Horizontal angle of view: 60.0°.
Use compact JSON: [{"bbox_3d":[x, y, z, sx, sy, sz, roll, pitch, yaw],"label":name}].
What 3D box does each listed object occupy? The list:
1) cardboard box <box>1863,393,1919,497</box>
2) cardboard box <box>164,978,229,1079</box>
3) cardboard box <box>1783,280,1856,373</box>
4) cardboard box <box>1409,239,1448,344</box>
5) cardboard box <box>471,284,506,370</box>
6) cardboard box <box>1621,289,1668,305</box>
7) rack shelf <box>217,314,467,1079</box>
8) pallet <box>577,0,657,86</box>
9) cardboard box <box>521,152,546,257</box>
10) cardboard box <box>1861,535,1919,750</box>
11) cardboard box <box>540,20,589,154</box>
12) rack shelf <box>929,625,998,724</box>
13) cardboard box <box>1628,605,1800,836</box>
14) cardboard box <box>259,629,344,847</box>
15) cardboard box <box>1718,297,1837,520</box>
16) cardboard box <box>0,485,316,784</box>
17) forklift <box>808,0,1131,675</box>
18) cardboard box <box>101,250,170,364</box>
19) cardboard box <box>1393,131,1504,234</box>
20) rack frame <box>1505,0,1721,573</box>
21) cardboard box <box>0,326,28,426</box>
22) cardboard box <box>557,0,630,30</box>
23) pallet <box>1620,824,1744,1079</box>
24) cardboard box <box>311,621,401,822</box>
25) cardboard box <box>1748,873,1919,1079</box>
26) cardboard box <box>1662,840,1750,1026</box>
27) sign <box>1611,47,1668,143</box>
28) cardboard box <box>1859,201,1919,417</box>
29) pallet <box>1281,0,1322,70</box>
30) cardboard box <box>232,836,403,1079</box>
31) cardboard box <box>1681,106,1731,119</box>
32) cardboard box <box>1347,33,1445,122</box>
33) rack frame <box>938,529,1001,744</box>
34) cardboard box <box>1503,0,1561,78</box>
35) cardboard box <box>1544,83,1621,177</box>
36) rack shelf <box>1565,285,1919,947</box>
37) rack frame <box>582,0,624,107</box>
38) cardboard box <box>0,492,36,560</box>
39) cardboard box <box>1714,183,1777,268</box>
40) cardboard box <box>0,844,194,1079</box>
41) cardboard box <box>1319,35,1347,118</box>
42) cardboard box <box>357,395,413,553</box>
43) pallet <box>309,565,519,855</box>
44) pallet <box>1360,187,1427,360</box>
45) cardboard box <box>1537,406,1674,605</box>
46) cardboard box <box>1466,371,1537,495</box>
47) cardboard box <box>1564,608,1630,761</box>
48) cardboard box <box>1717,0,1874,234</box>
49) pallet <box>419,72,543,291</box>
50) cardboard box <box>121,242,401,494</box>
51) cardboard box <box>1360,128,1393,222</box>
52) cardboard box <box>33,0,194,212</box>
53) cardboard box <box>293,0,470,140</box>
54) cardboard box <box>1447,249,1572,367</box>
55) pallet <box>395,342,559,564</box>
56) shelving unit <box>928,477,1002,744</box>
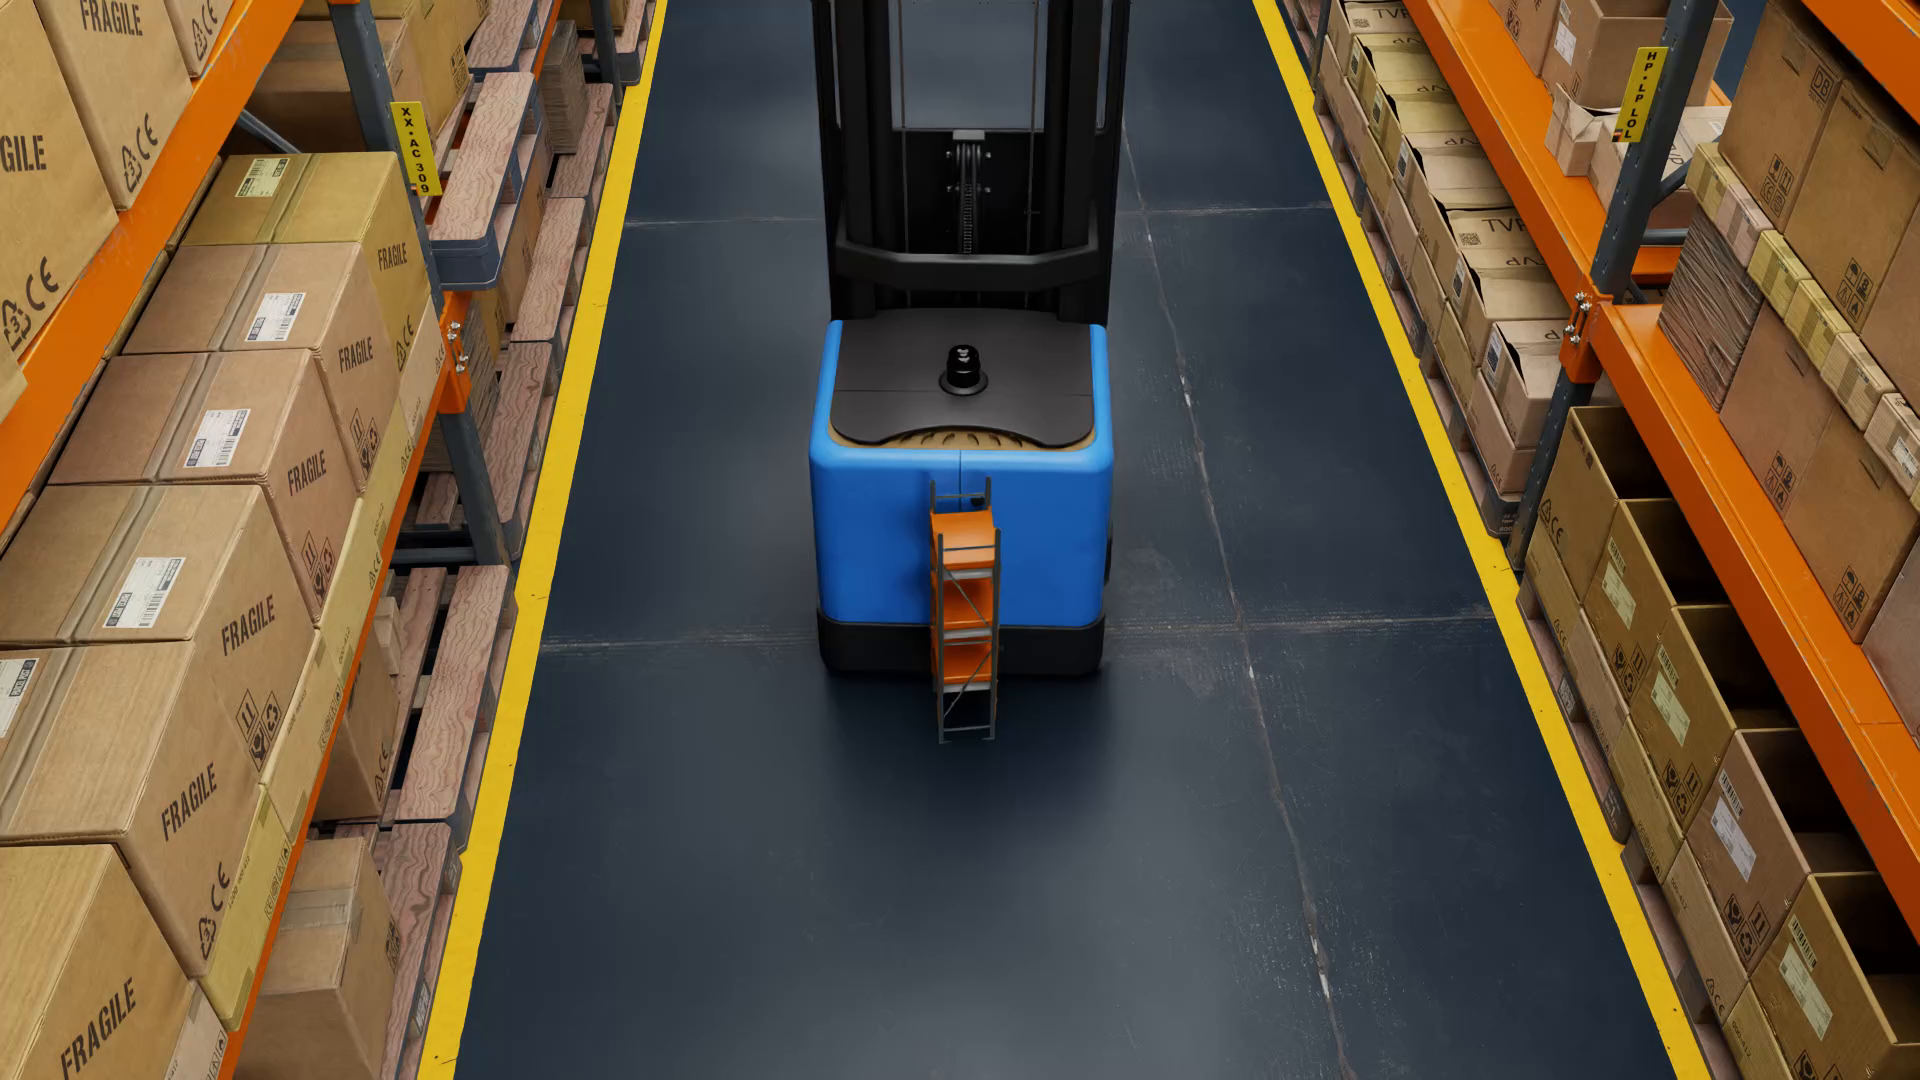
[{"bbox_3d":[2.573,-0.251,4.250,0.380,0.149,0.250,-3,43,-3],"label":"cardboard box"},{"bbox_3d":[-1.823,1.173,3.347,0.500,0.250,0.500,-3,43,-3],"label":"cardboard box"},{"bbox_3d":[2.550,-0.600,4.631,0.380,0.149,0.250,-2,43,-2],"label":"cardboard box"},{"bbox_3d":[2.347,-1.131,7.488,0.500,0.250,0.500,-1,43,-1],"label":"cardboard box"},{"bbox_3d":[-2.373,-0.971,7.114,0.700,0.500,0.500,-2,43,-3],"label":"cardboard box"},{"bbox_3d":[2.911,-1.004,6.934,0.500,0.311,0.500,-2,43,-2],"label":"cardboard box"},{"bbox_3d":[-2.168,0.729,4.268,1.077,0.370,4.000,-2,43,-2],"label":"rack shelf"},{"bbox_3d":[-2.381,-3.094,9.969,1.003,0.211,1.213,-2,43,-2],"label":"pallet"},{"bbox_3d":[-2.385,-1.658,7.863,0.700,0.500,0.500,-2,43,-2],"label":"cardboard box"},{"bbox_3d":[2.790,0.271,4.160,0.700,0.500,0.500,0,43,-1],"label":"cardboard box"},{"bbox_3d":[-2.340,-2.343,8.611,0.700,0.500,0.500,-1,43,-1],"label":"cardboard box"},{"bbox_3d":[0.011,0.467,5.883,0.215,0.259,0.240,-4,45,-5],"label":"rack shelf"},{"bbox_3d":[2.446,0.548,5.101,0.500,0.500,0.500,-2,43,-2],"label":"cardboard box"},{"bbox_3d":[-1.858,0.487,4.095,0.500,0.250,0.500,-1,43,-1],"label":"cardboard box"},{"bbox_3d":[2.750,-0.413,4.907,0.700,0.500,0.500,-2,43,-2],"label":"cardboard box"},{"bbox_3d":[-1.864,0.223,3.828,0.500,0.500,0.500,0,43,0],"label":"cardboard box"},{"bbox_3d":[0.045,-1.563,6.286,1.130,2.935,3.031,1,43,1],"label":"forklift"},{"bbox_3d":[-2.423,-0.443,4.554,0.500,0.500,0.500,-2,43,-2],"label":"cardboard box"},{"bbox_3d":[2.328,-1.672,7.663,0.500,0.311,0.500,-2,43,-2],"label":"cardboard box"},{"bbox_3d":[2.696,-1.032,5.655,1.000,3.000,0.127,-2,43,-2],"label":"rack frame"},{"bbox_3d":[-1.861,-0.283,2.531,0.500,0.500,0.500,0,43,0],"label":"cardboard box"},{"bbox_3d":[-2.323,-3.450,9.574,0.750,0.750,0.750,-2,43,-2],"label":"cardboard box"},{"bbox_3d":[2.743,1.360,5.110,1.003,0.211,1.213,-2,43,-2],"label":"pallet"},{"bbox_3d":[-2.169,0.572,5.430,0.500,0.500,0.500,-5,43,-5],"label":"cardboard box"},{"bbox_3d":[2.489,1.223,4.365,0.500,0.500,0.500,-2,43,-2],"label":"cardboard box"},{"bbox_3d":[2.472,1.162,4.987,0.500,0.250,0.500,-2,43,-2],"label":"cardboard box"},{"bbox_3d":[2.154,-1.407,5.267,0.100,0.325,0.005,-2,43,-2],"label":"sign"},{"bbox_3d":[2.765,-0.568,4.116,0.700,0.500,0.500,-2,43,-2],"label":"cardboard box"},{"bbox_3d":[2.532,-3.209,10.095,1.003,0.211,1.213,-2,43,-2],"label":"pallet"},{"bbox_3d":[-2.028,1.222,4.722,0.700,0.500,0.500,-4,43,-4],"label":"cardboard box"},{"bbox_3d":[2.863,-1.543,6.399,0.380,0.149,0.250,-2,43,-2],"label":"cardboard box"},{"bbox_3d":[2.286,-2.363,8.418,0.500,0.311,0.500,-3,43,-3],"label":"cardboard box"},{"bbox_3d":[0.027,0.347,5.594,0.200,1.050,0.008,-4,45,-5],"label":"rack frame"},{"bbox_3d":[2.636,-2.281,6.945,0.500,0.500,0.500,-2,43,-2],"label":"cardboard box"},{"bbox_3d":[2.475,-1.570,6.343,0.396,0.266,0.258,-3,43,-3],"label":"cardboard box"},{"bbox_3d":[2.781,0.584,4.426,1.077,0.370,4.000,-2,43,-2],"label":"rack shelf"},{"bbox_3d":[-2.423,-3.587,8.444,1.000,3.000,0.127,-2,43,-2],"label":"rack frame"},{"bbox_3d":[-2.375,0.244,3.805,0.500,0.500,0.500,-1,43,-1],"label":"cardboard box"},{"bbox_3d":[2.525,-0.951,5.014,0.380,0.149,0.250,-1,43,-1],"label":"cardboard box"},{"bbox_3d":[-1.814,0.920,3.067,0.500,0.500,0.500,-2,43,-2],"label":"cardboard box"},{"bbox_3d":[2.255,-2.511,8.994,0.500,0.250,0.500,-2,43,-2],"label":"cardboard box"},{"bbox_3d":[-1.917,-0.191,4.835,0.500,0.250,0.500,-1,43,-2],"label":"cardboard box"},{"bbox_3d":[-2.189,0.593,5.946,1.003,0.211,1.213,-2,43,-2],"label":"pallet"},{"bbox_3d":[2.571,-1.326,8.040,1.003,0.211,1.213,-2,43,-2],"label":"pallet"},{"bbox_3d":[2.403,-0.127,5.838,0.500,0.500,0.500,-2,43,-2],"label":"cardboard box"},{"bbox_3d":[2.389,-0.444,6.739,0.500,0.250,0.500,-2,43,-2],"label":"cardboard box"},{"bbox_3d":[2.429,0.487,5.723,0.500,0.250,0.500,-2,43,-2],"label":"cardboard box"},{"bbox_3d":[2.721,-1.247,4.857,0.700,0.500,0.500,-1,43,-2],"label":"cardboard box"},{"bbox_3d":[-2.140,-1.336,6.130,1.003,0.211,1.213,-2,43,-2],"label":"pallet"},{"bbox_3d":[-1.897,-0.468,4.582,0.500,0.500,0.500,-2,43,-2],"label":"cardboard box"},{"bbox_3d":[2.305,-1.821,8.241,0.500,0.250,0.500,-3,43,-3],"label":"cardboard box"},{"bbox_3d":[-1.914,-0.988,3.300,0.500,0.500,0.500,-3,43,-3],"label":"cardboard box"},{"bbox_3d":[-2.257,-1.808,6.103,0.700,0.500,0.500,2,43,3],"label":"cardboard box"},{"bbox_3d":[2.364,-0.996,6.925,0.500,0.311,0.500,-1,43,-1],"label":"cardboard box"},{"bbox_3d":[-2.287,-0.384,7.013,1.003,0.211,1.213,-2,43,-2],"label":"pallet"},{"bbox_3d":[0.013,0.262,5.680,0.215,1.050,0.252,-4,45,-5],"label":"shelving unit"}]
